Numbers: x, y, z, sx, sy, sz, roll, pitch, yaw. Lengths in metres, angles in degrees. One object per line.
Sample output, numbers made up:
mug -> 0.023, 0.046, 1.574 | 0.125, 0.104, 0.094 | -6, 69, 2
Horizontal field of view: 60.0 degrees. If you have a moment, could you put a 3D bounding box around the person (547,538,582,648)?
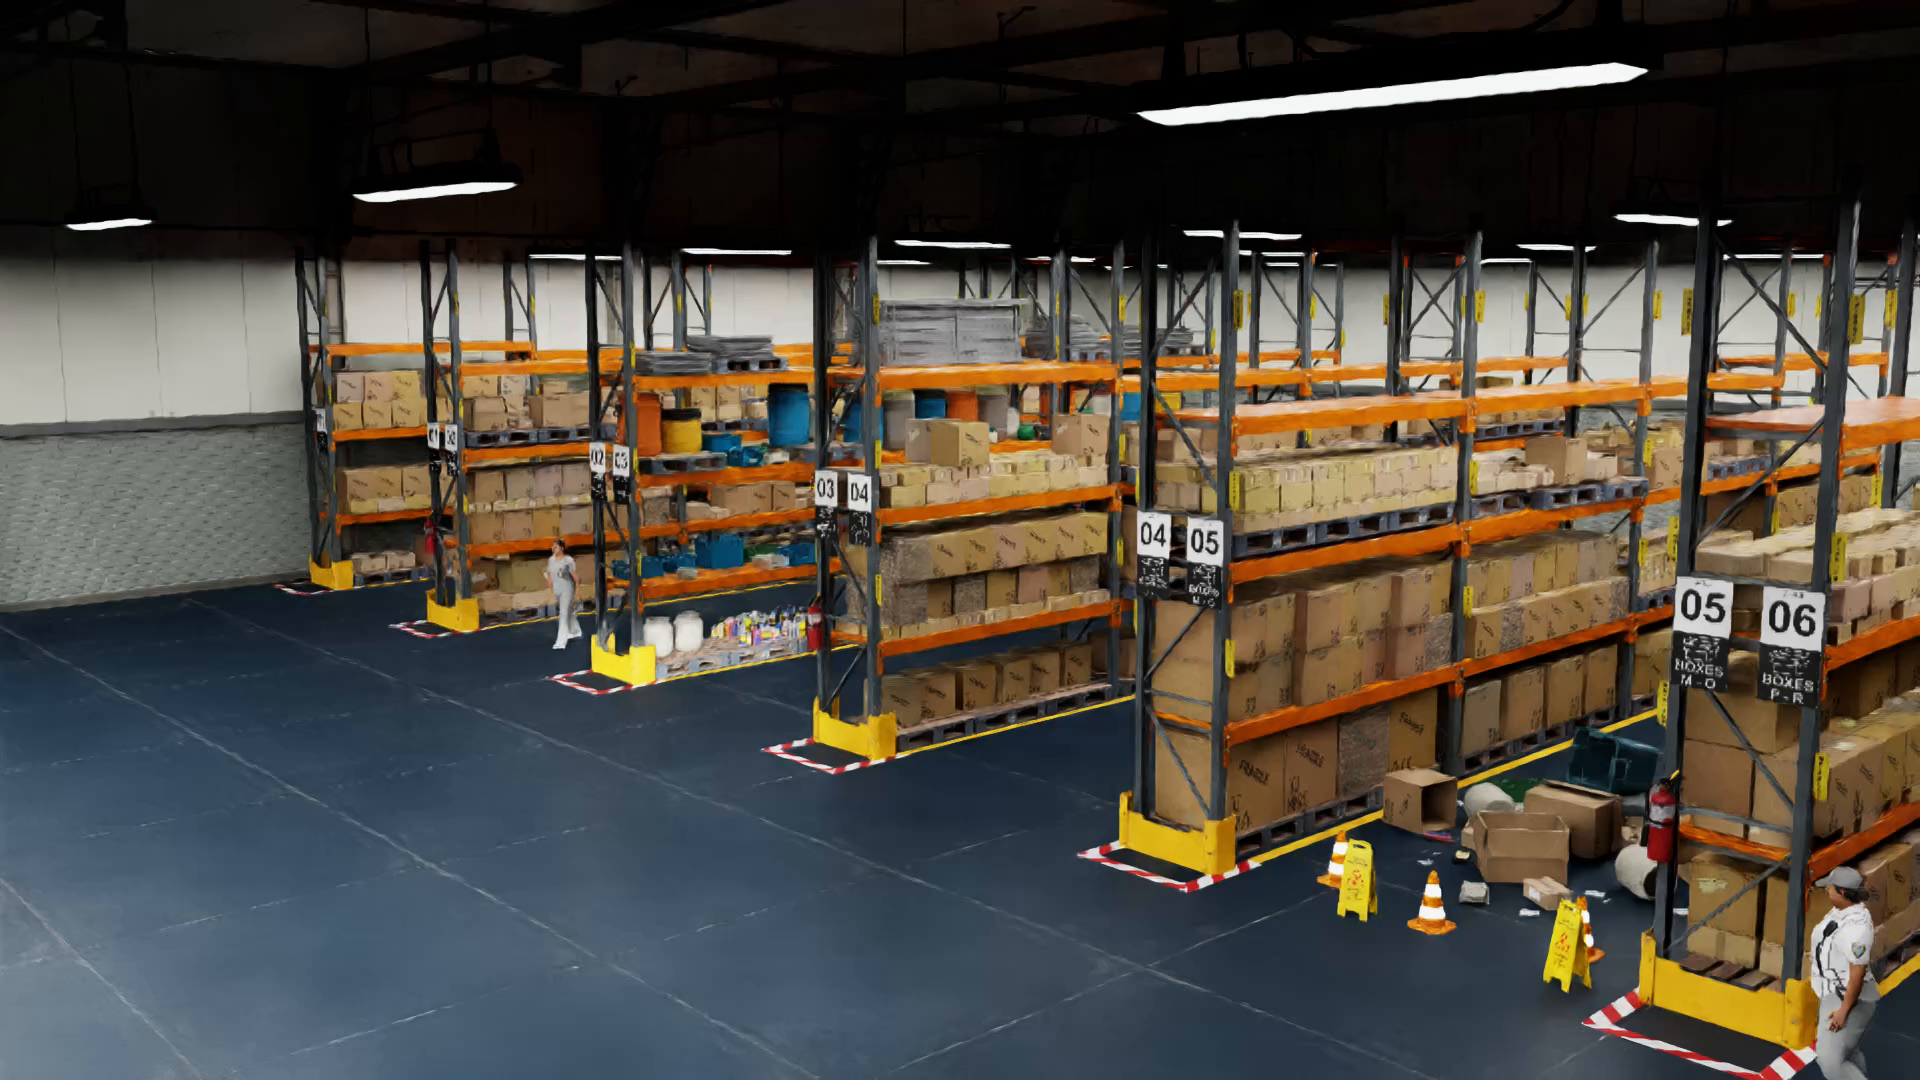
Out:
person -> -5.900, 0.768, 24.680 | 0.481, 1.604, 0.950 | 4, 9, 24

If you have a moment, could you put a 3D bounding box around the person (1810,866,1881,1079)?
person -> 5.501, 2.854, 10.259 | 0.472, 1.656, 0.657 | 3, 9, 17

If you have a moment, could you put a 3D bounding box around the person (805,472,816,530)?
person -> -2.940, -0.745, 34.558 | 1.043, 1.716, 0.589 | -8, 12, -43
